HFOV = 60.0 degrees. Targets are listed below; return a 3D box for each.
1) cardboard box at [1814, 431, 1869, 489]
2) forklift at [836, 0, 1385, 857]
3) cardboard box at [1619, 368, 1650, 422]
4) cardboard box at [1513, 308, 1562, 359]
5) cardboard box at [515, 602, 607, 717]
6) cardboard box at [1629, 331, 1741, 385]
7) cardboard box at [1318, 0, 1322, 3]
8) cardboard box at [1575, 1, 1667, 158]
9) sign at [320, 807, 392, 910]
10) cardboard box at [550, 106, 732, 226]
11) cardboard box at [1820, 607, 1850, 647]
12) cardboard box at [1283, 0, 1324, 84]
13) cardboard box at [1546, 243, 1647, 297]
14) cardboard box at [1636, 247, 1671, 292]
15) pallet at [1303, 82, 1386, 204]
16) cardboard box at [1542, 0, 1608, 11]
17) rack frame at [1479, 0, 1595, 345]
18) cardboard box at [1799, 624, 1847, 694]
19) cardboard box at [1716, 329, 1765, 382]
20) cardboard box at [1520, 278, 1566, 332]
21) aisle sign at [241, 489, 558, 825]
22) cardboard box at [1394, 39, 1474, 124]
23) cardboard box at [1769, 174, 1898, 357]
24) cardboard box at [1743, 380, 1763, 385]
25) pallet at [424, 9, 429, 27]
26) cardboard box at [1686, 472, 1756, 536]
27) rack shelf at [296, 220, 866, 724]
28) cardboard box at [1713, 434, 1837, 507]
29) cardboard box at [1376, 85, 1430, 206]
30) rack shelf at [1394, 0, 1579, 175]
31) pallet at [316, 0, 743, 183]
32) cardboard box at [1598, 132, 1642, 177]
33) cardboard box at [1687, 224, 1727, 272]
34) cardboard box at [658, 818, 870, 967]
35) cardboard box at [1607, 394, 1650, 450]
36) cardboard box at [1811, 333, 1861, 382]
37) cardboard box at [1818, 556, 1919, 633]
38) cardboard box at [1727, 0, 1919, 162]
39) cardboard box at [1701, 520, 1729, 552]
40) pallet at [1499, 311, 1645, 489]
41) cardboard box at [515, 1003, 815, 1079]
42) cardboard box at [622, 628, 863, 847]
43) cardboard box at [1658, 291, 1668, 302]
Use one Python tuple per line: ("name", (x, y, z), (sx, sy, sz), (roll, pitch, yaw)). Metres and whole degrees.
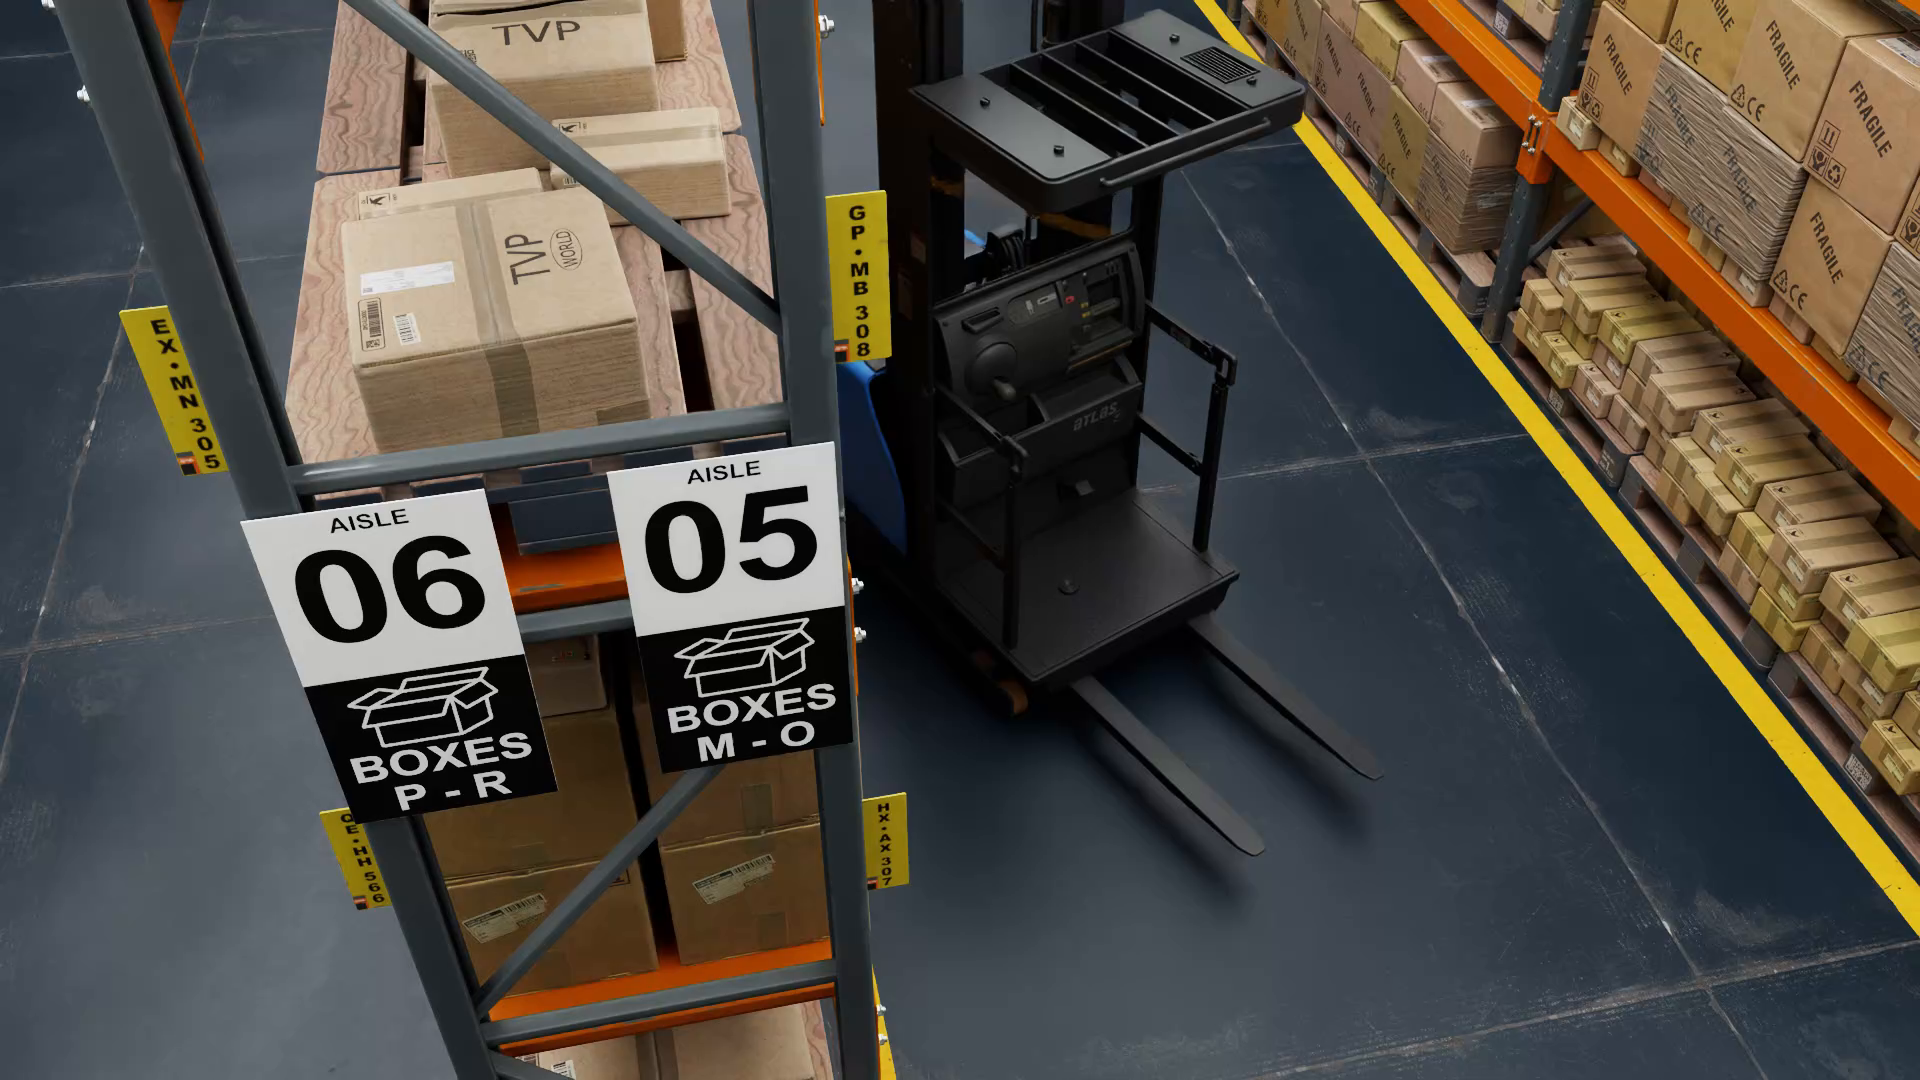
("cardboard box", (3.867, -0.358, 7.058), (0.380, 0.149, 0.250), (-8, 42, -9))
("forklift", (0.445, -0.749, 6.167), (1.130, 2.935, 3.031), (-25, 47, -26))
("cardboard box", (3.288, -0.691, 7.658), (0.380, 0.149, 0.250), (-10, 43, -11))
("cardboard box", (3.001, -1.058, 8.295), (0.380, 0.149, 0.250), (-10, 43, -11))
("cardboard box", (-0.985, 0.260, 3.662), (0.380, 0.149, 0.250), (-8, 42, -9))
("cardboard box", (3.291, -0.800, 7.556), (0.380, 0.149, 0.250), (-9, 42, -10))
("cardboard box", (2.395, -3.534, 10.256), (0.500, 0.250, 0.500), (-9, 42, -10))
("cardboard box", (3.097, -2.041, 7.272), (0.500, 0.500, 0.500), (-9, 42, -10))
("sign", (-1.244, 0.665, 3.472), (0.100, 0.325, 0.005), (-8, 42, -9))
("cardboard box", (-0.722, -0.842, 3.759), (0.380, 0.149, 0.250), (-7, 42, -8))
("cardboard box", (3.636, 0.315, 6.525), (0.380, 0.149, 0.250), (-9, 42, -10))
("cardboard box", (2.389, -3.244, 10.493), (0.500, 0.500, 0.500), (-8, 42, -9))
("cardboard box", (3.109, -1.310, 8.131), (0.380, 0.149, 0.250), (-7, 42, -8))
("cardboard box", (3.568, -1.369, 8.198), (0.380, 0.149, 0.250), (-7, 42, -8))
("pallet", (2.800, -2.503, 10.193), (1.003, 0.211, 1.213), (-8, 42, -9))
("cardboard box", (2.958, -2.653, 7.910), (0.380, 0.149, 0.250), (-7, 42, -8))
("rack frame", (3.237, -2.249, 7.806), (1.000, 3.000, 0.127), (-8, 42, -9))
("cardboard box", (3.589, 0.447, 6.599), (0.380, 0.149, 0.250), (-8, 42, -9))
("cardboard box", (3.702, -0.870, 7.635), (0.380, 0.149, 0.250), (-7, 42, -8))
("cardboard box", (3.002, -1.171, 8.198), (0.380, 0.149, 0.250), (-7, 42, -7))
("aisle sign", (-0.999, 0.237, 3.047), (0.394, 0.787, 0.004), (-8, 42, -9))
("cardboard box", (2.731, -2.534, 9.128), (0.500, 0.250, 0.500), (-6, 42, -7))
("cardboard box", (3.429, -1.046, 6.151), (0.500, 0.500, 0.500), (-6, 42, -7))
("cardboard box", (3.719, -0.771, 7.748), (0.380, 0.149, 0.250), (-8, 42, -9))
("pallet", (-1.409, -2.031, 5.368), (1.003, 0.211, 1.213), (-8, 42, -9))
("cardboard box", (3.345, -0.174, 7.075), (0.380, 0.149, 0.250), (-8, 42, -9))
("rack shelf", (-1.143, -1.031, 4.716), (1.077, 0.370, 4.000), (-8, 42, -9))
("cardboard box", (3.421, -0.293, 6.985), (0.380, 0.149, 0.250), (-8, 42, -9))
("cardboard box", (2.720, -2.248, 9.371), (0.500, 0.500, 0.500), (-9, 42, -10))
("rack shelf", (2.805, -3.277, 9.505), (1.077, 0.370, 4.000), (-8, 42, -9))
("pallet", (-1.149, -1.242, 4.479), (1.003, 0.211, 1.213), (-8, 42, -9))
("cardboard box", (3.106, -1.768, 7.453), (0.380, 0.149, 0.250), (-7, 42, -8))
("cardboard box", (3.259, -1.253, 6.873), (0.380, 0.149, 0.250), (-8, 42, -8))
("cardboard box", (-0.535, 0.729, 4.376), (0.500, 0.500, 0.500), (-9, 42, -10))
("cardboard box", (3.267, -0.575, 7.751), (0.380, 0.149, 0.250), (-9, 42, -10))
("cardboard box", (3.488, -0.751, 6.307), (0.380, 0.149, 0.250), (-8, 42, -9))
("cardboard box", (3.566, 0.226, 6.401), (0.380, 0.149, 0.250), (-10, 43, -11))
("cardboard box", (3.301, -1.780, 6.224), (0.500, 0.500, 0.500), (-8, 42, -9))
("cardboard box", (3.452, -0.064, 7.175), (0.380, 0.149, 0.250), (-7, 42, -8))
("pallet", (3.416, -0.776, 8.247), (1.003, 0.211, 1.213), (-8, 42, -9))
("cardboard box", (-0.952, 1.506, 5.189), (0.875, 0.438, 0.875), (-10, 43, -11))
("cardboard box", (-0.537, 0.355, 4.044), (0.500, 0.500, 0.500), (-9, 42, -10))
("cardboard box", (3.615, -1.293, 8.336), (0.380, 0.149, 0.250), (-8, 42, -8))
